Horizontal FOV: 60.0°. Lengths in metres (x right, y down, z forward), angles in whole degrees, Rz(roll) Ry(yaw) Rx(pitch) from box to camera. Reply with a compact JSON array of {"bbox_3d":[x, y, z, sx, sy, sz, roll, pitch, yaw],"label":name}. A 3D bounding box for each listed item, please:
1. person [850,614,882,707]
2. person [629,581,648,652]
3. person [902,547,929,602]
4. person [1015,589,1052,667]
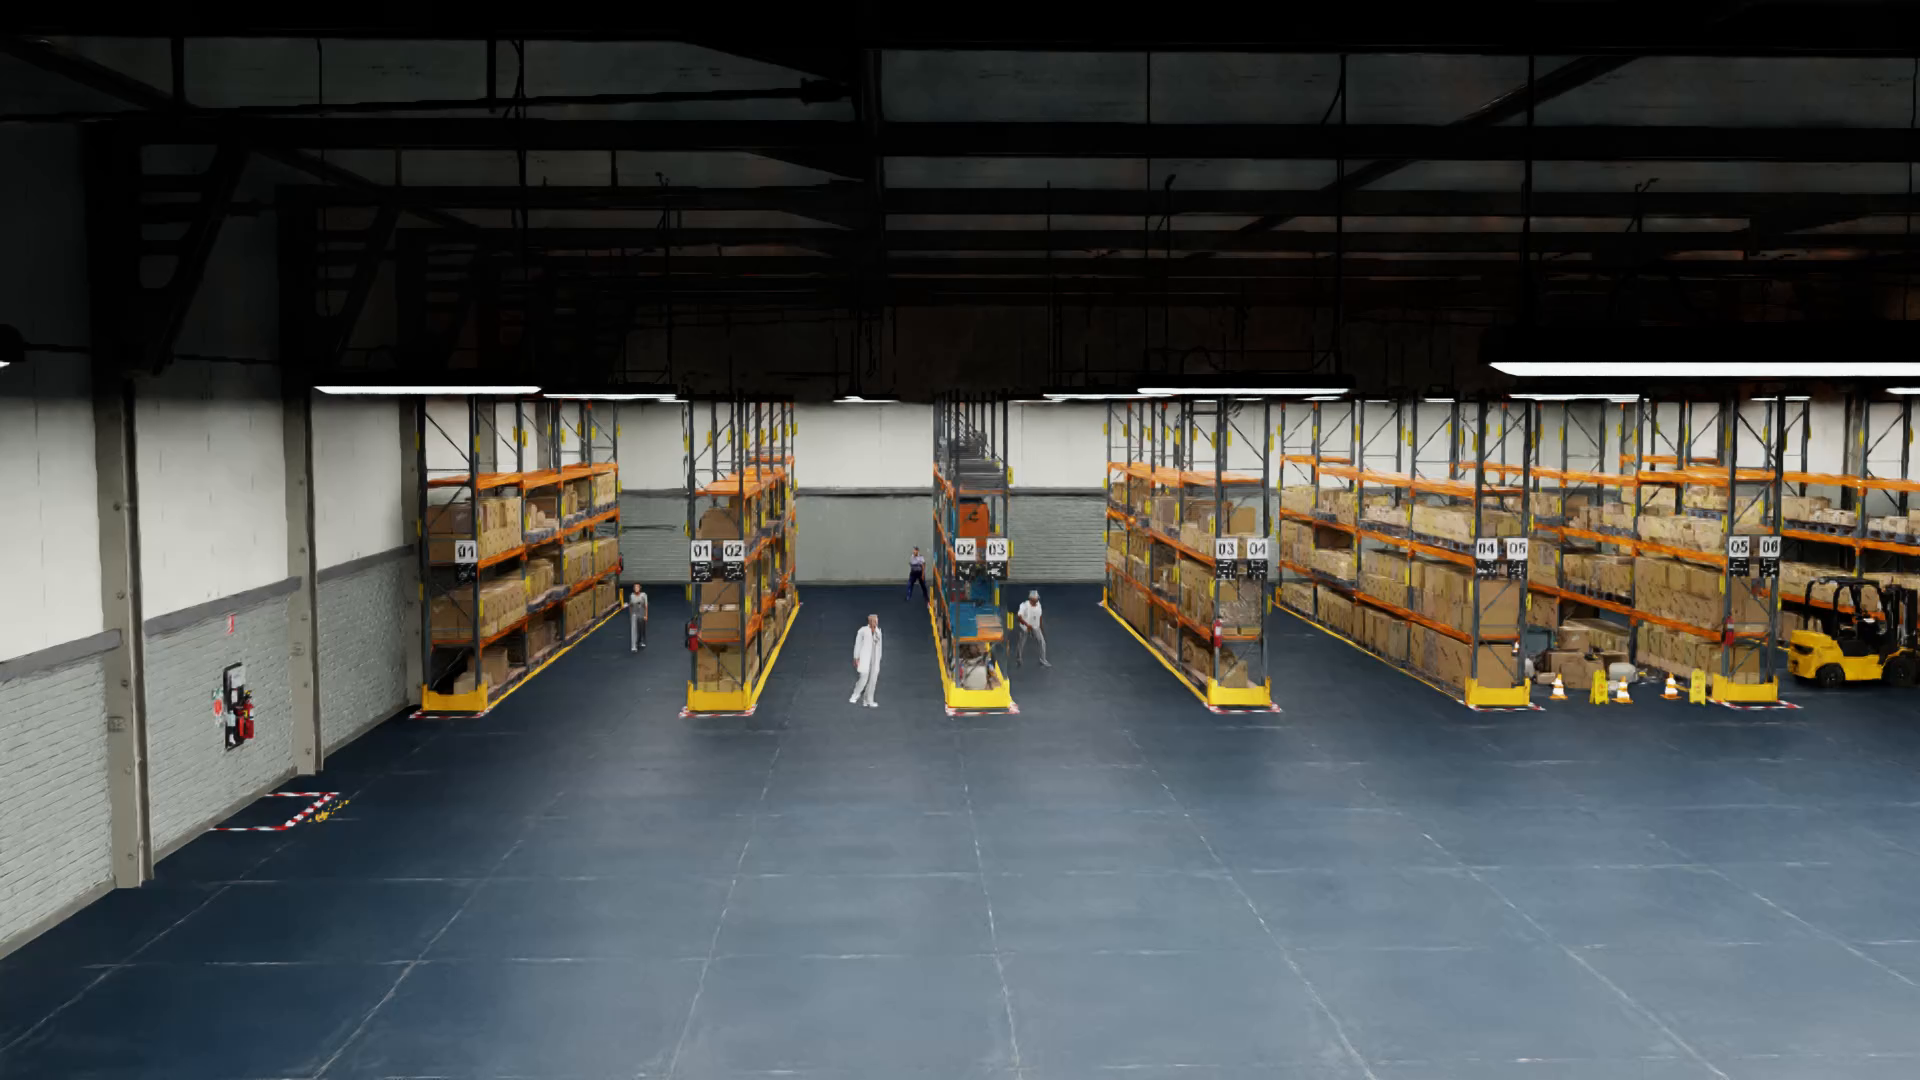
[{"bbox_3d":[-1.781,2.383,31.568,0.623,1.543,0.594,-4,6,-37],"label":"person"},{"bbox_3d":[-7.464,1.761,38.664,0.455,1.612,1.018,0,5,-3],"label":"person"},{"bbox_3d":[-1.264,0.985,48.283,0.532,1.599,0.904,3,5,29],"label":"person"},{"bbox_3d":[1.537,1.912,36.213,0.703,1.699,0.813,-2,5,-25],"label":"person"}]
